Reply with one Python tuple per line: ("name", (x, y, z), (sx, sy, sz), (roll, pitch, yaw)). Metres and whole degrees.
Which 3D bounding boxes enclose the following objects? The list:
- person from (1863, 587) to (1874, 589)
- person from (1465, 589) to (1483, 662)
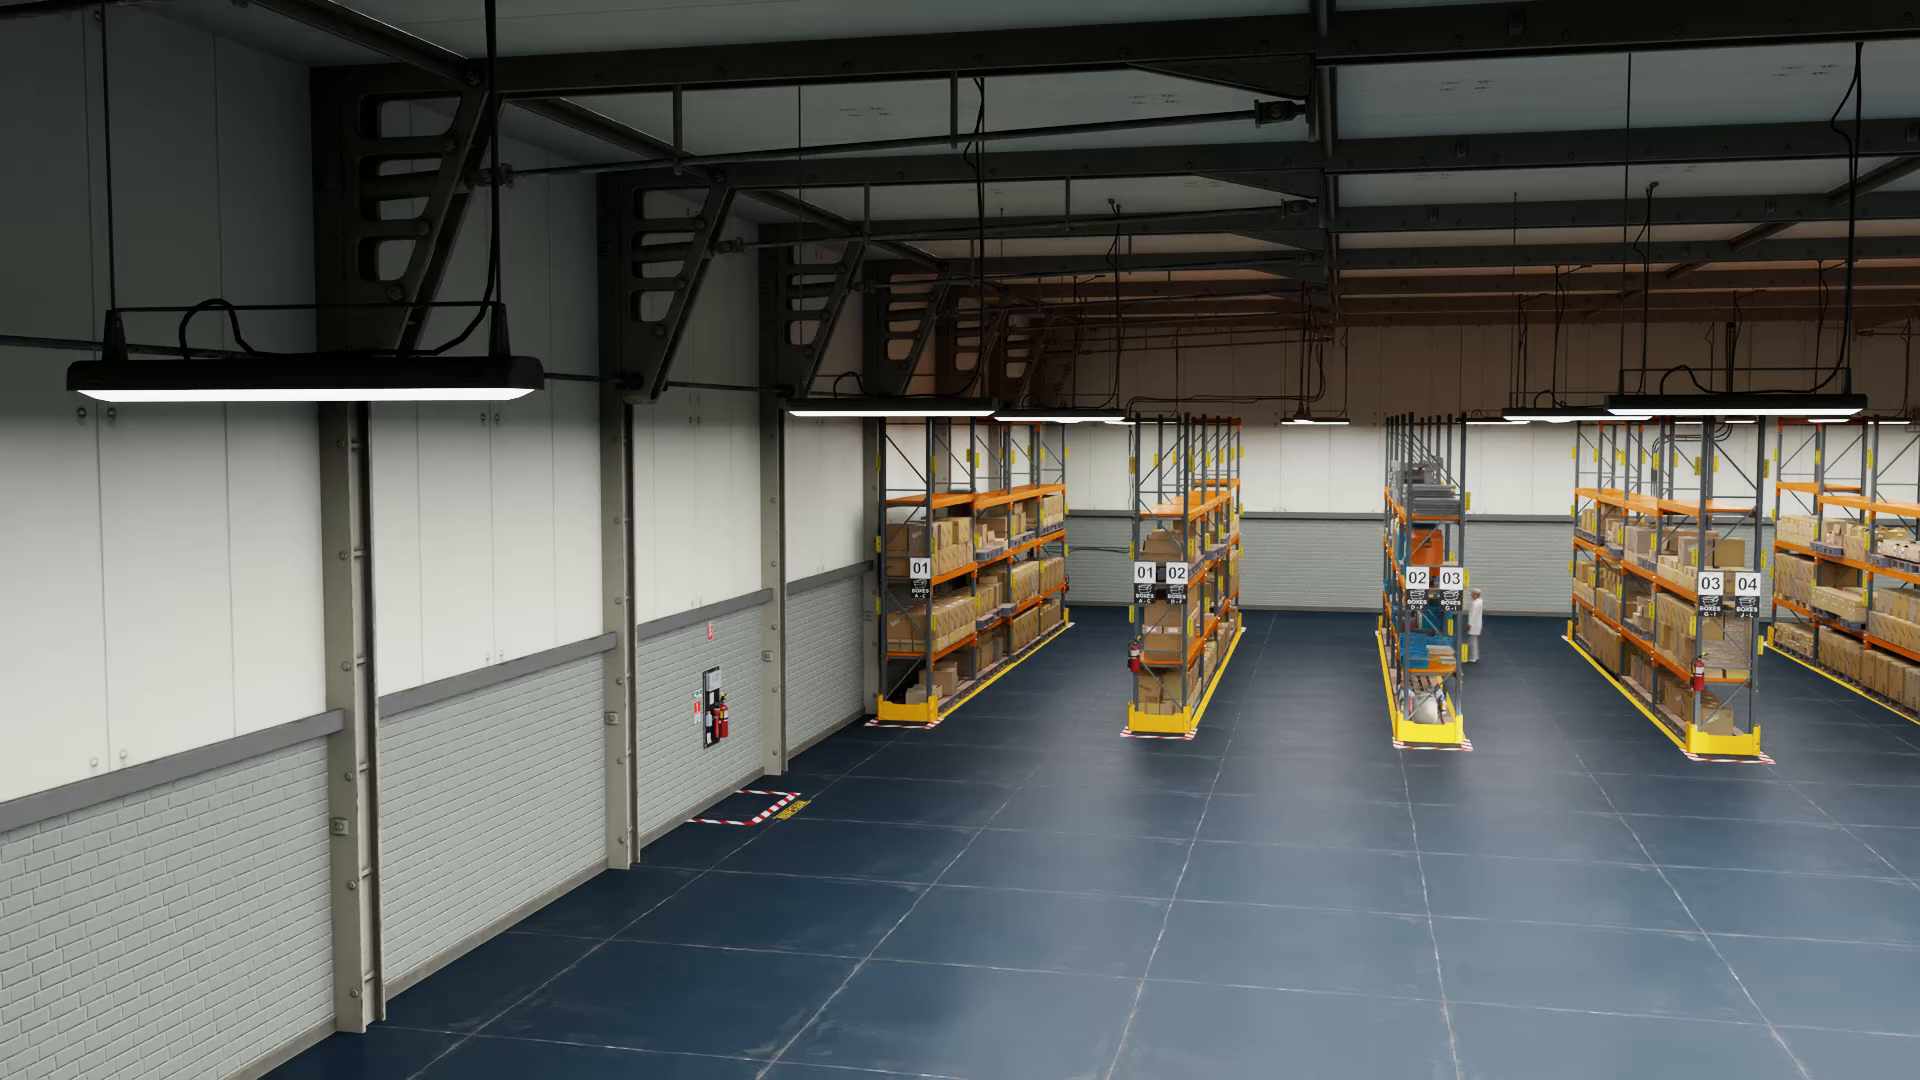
("person", (23.171, 2.011, 42.484), (0.347, 1.687, 0.506), (3, 5, 35))
("person", (12.534, 2.200, 40.727), (0.442, 1.624, 0.637), (2, 4, 27))
